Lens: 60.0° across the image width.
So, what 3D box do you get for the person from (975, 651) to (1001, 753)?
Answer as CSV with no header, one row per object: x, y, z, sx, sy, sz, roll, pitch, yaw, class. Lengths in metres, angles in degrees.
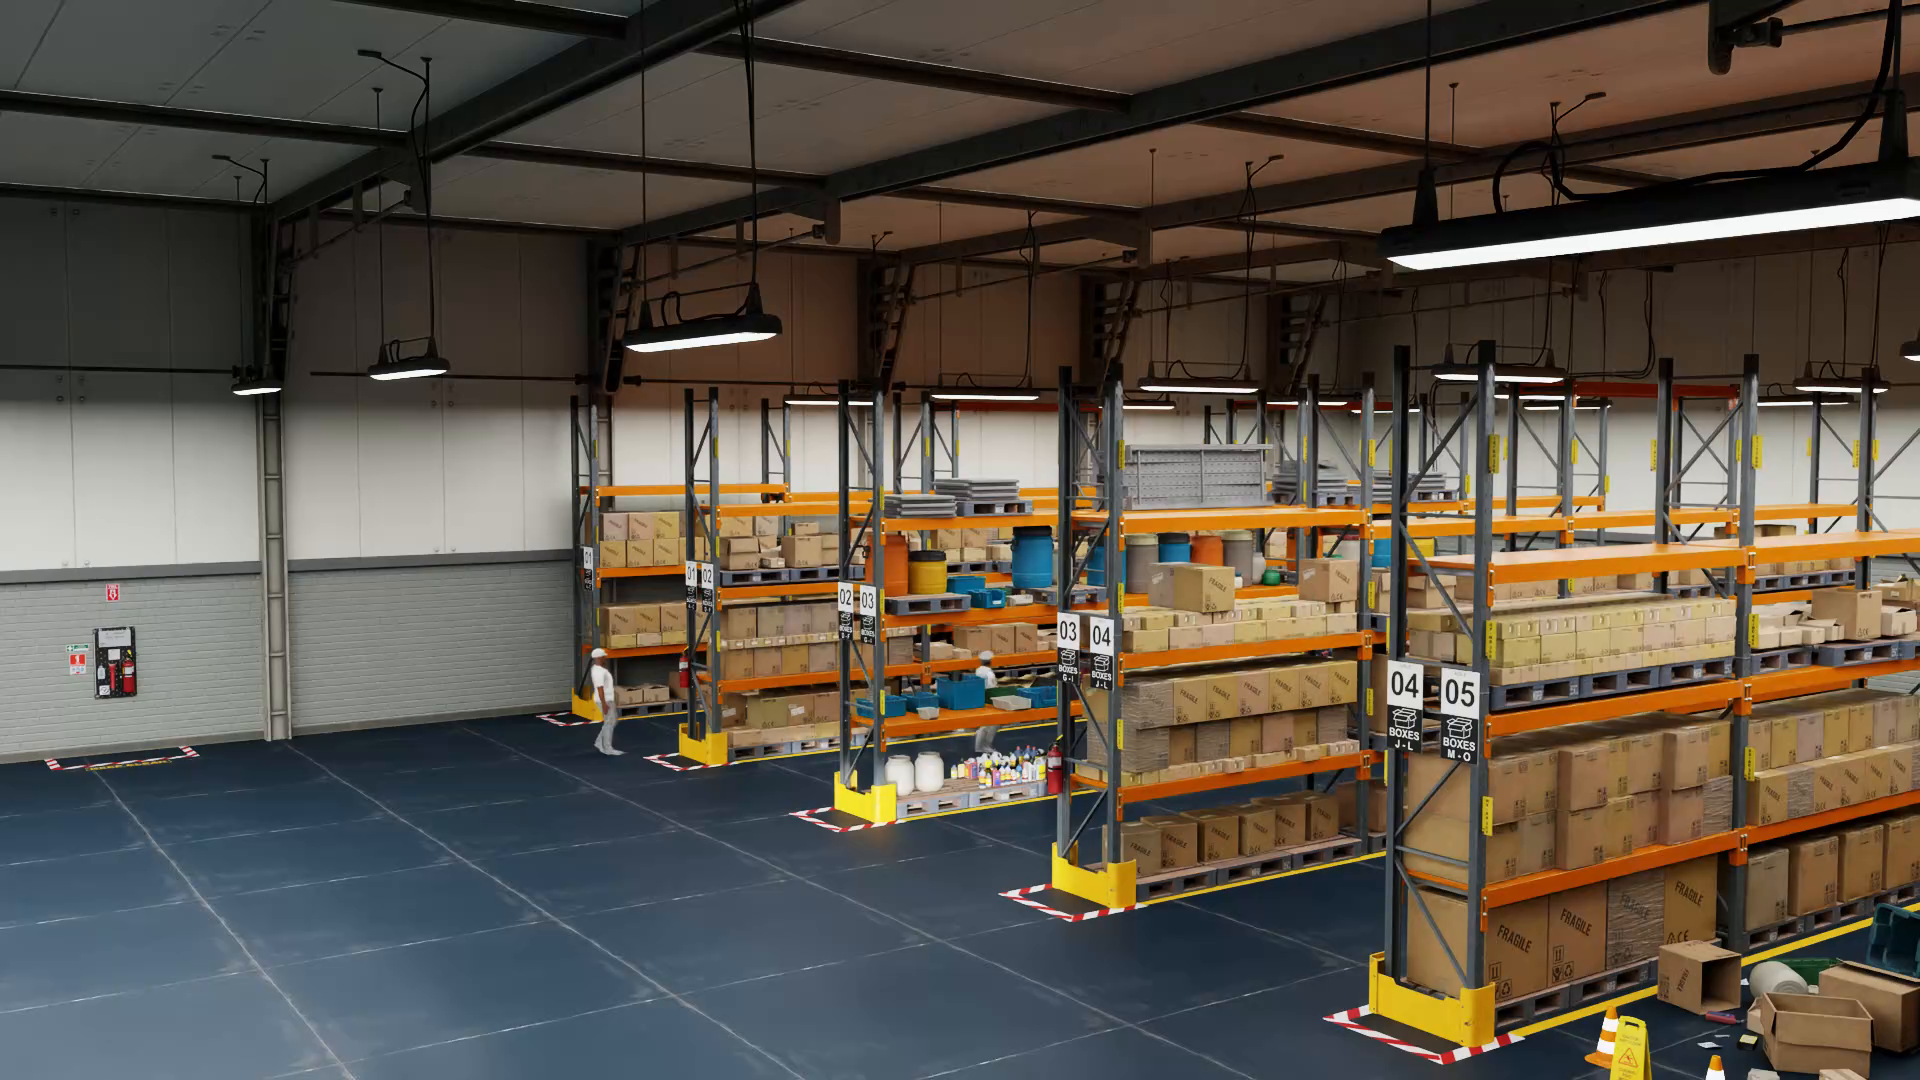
0.479,2.680,27.333,0.462,1.725,0.438,0,3,1,person

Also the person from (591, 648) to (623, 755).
-5.811,2.660,27.382,0.567,1.764,0.598,0,3,0,person
